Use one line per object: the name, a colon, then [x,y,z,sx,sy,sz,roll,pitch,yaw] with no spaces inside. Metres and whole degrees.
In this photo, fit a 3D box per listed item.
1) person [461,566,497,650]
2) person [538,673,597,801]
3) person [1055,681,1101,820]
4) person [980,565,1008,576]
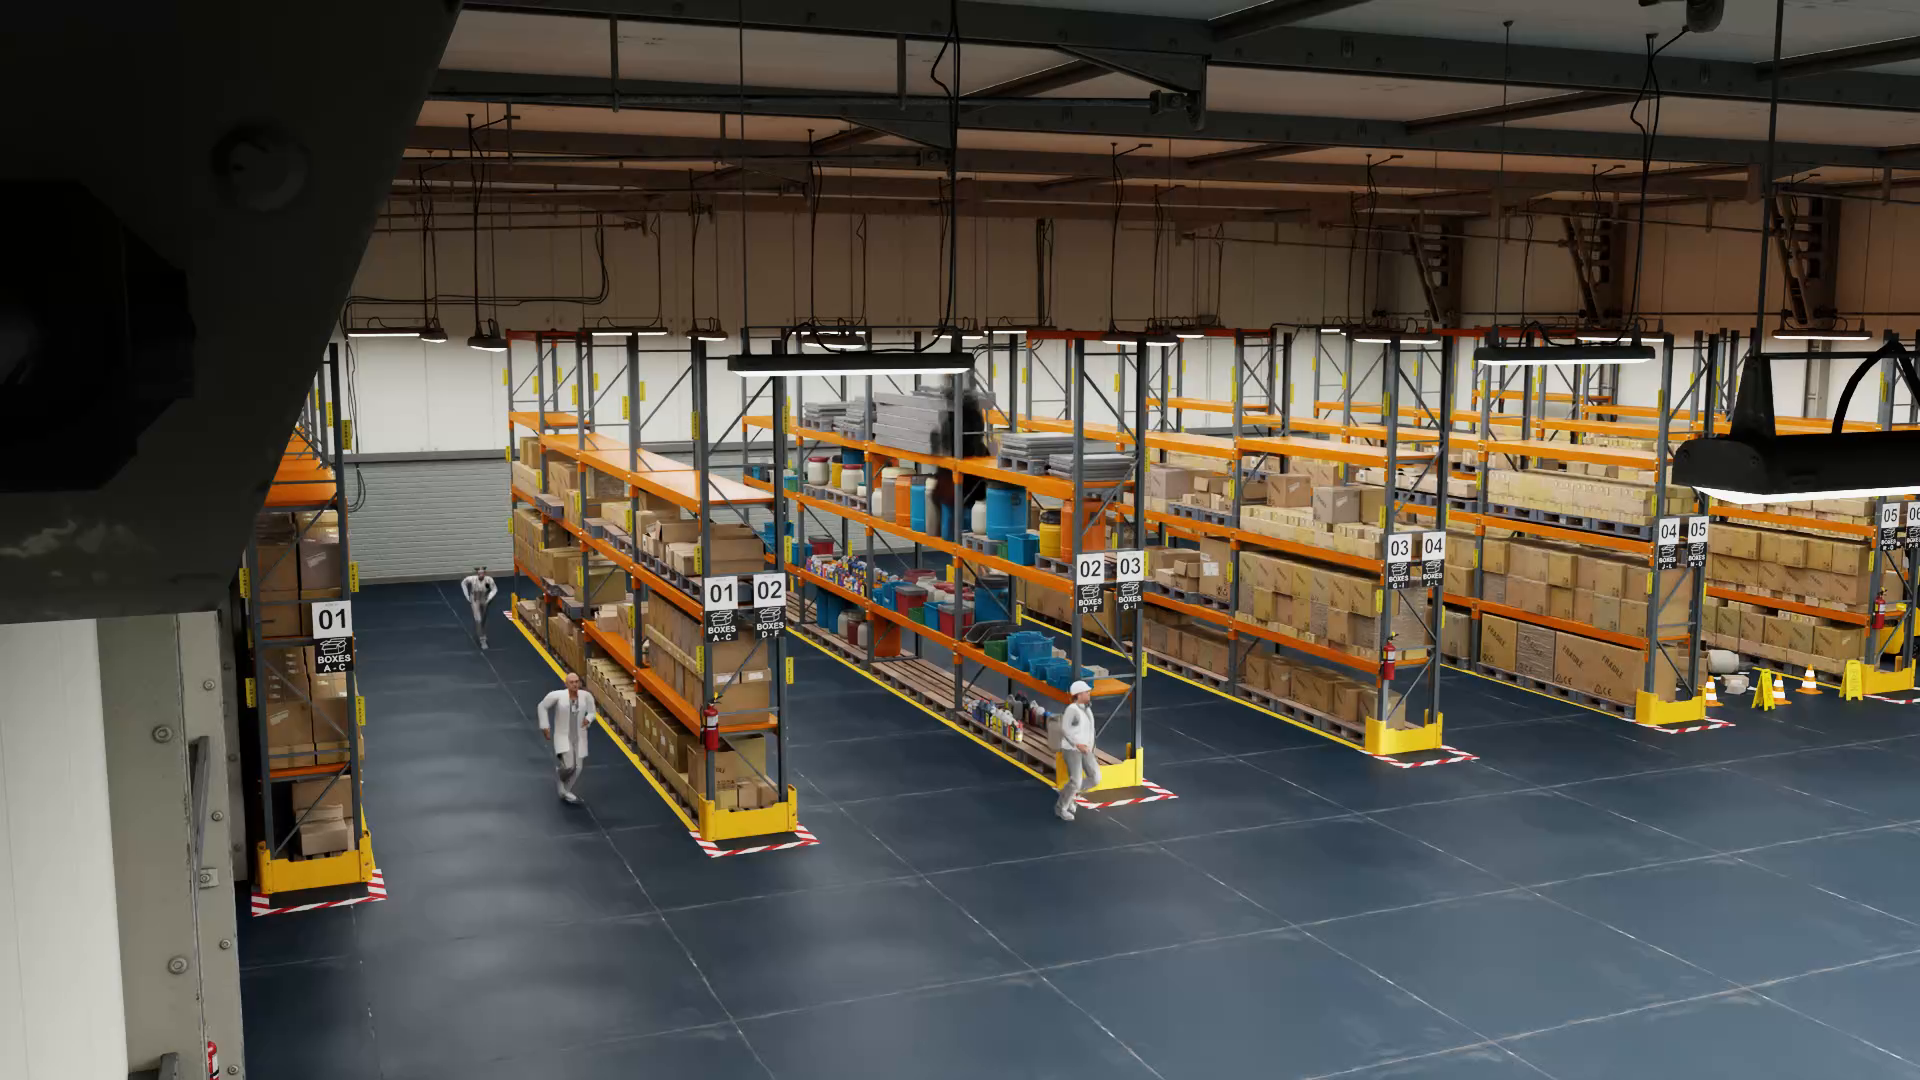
person: [-9.182,1.250,31.805,0.655,1.622,0.979,-3,8,-18]
person: [-5.023,2.559,21.455,0.698,1.712,0.714,-5,9,-31]
person: [1.540,2.638,21.014,0.531,1.719,0.715,5,9,34]
person: [0.800,0.927,33.177,0.681,1.793,0.990,-3,8,-22]
